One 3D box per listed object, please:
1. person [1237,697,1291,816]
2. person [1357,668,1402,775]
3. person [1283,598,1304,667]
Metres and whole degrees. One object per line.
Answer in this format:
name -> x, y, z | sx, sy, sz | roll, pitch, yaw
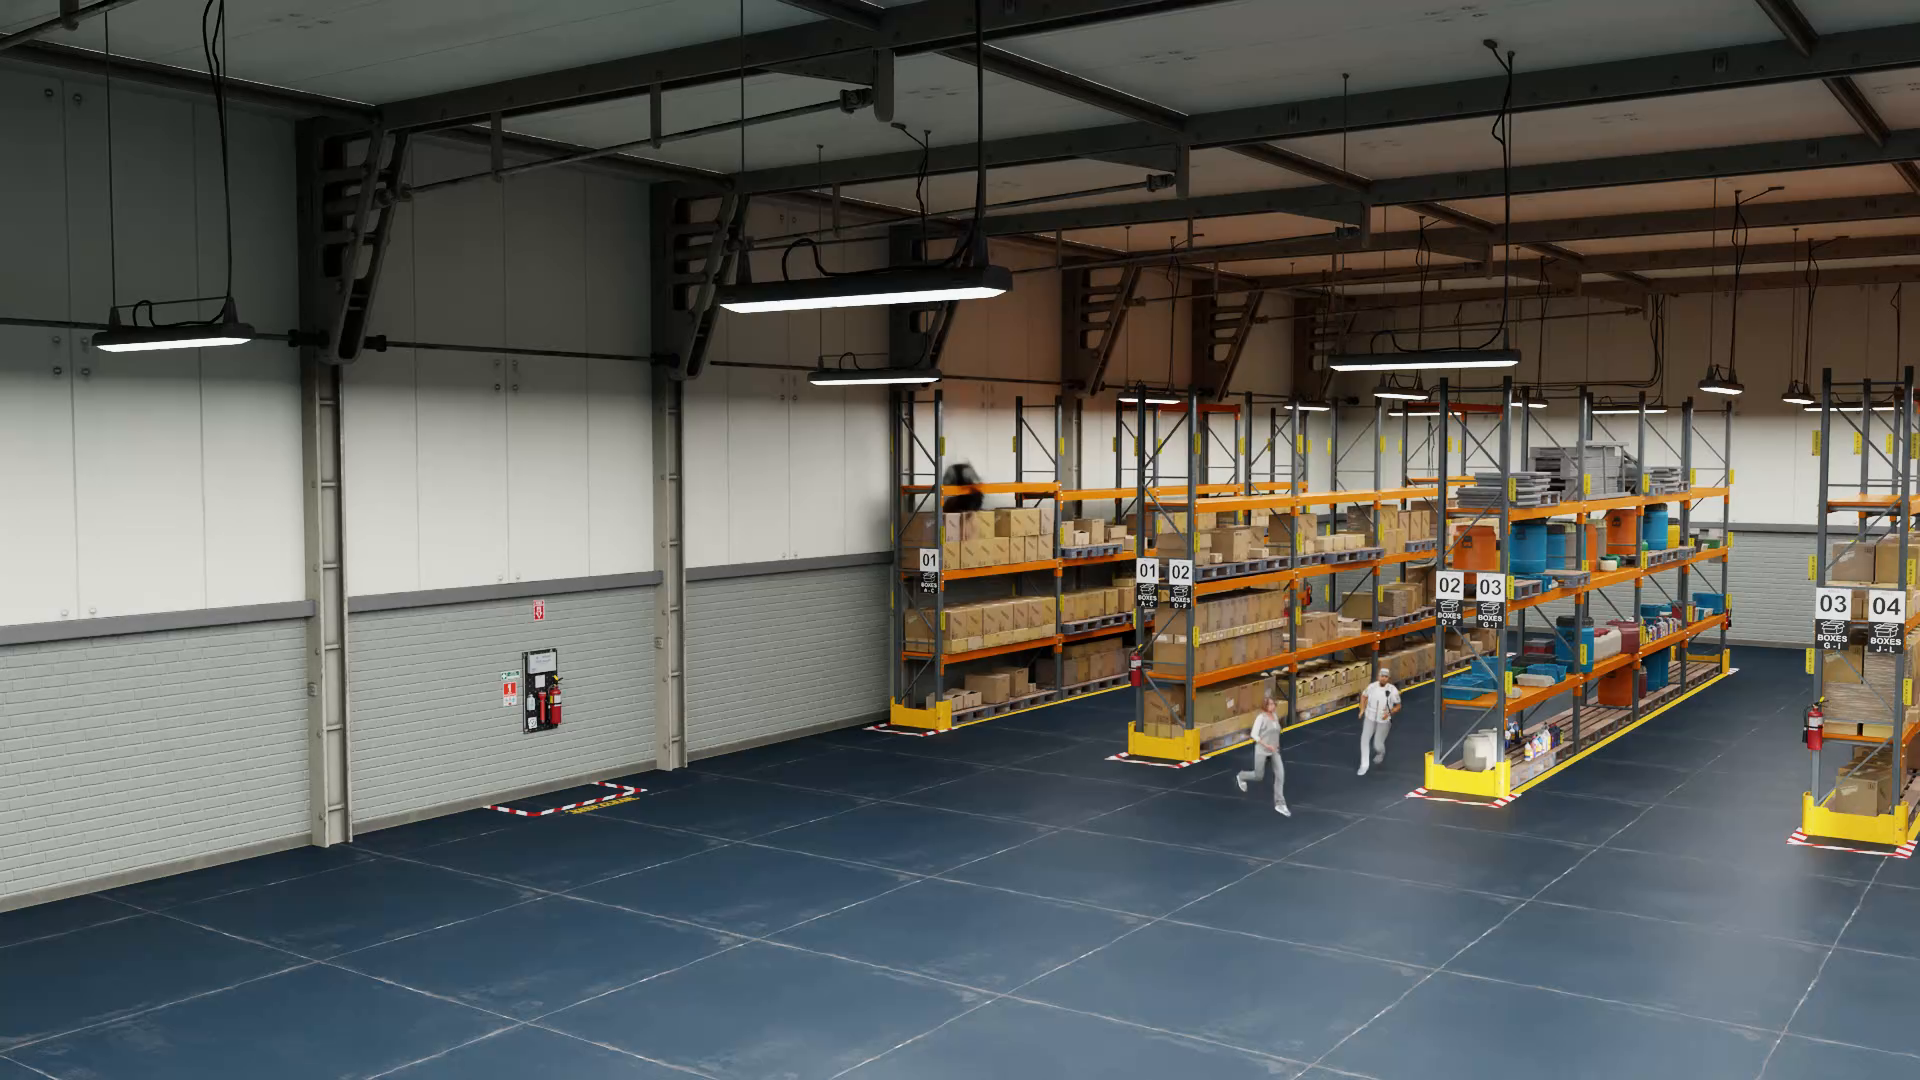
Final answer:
person -> 4.192, 2.943, 22.901 | 0.516, 1.585, 0.990 | -2, 4, -30
person -> 6.448, 2.772, 25.537 | 0.646, 1.637, 0.743 | 2, 4, 28
person -> 7.150, 2.117, 36.223 | 0.650, 1.720, 0.738 | 2, 4, 31
